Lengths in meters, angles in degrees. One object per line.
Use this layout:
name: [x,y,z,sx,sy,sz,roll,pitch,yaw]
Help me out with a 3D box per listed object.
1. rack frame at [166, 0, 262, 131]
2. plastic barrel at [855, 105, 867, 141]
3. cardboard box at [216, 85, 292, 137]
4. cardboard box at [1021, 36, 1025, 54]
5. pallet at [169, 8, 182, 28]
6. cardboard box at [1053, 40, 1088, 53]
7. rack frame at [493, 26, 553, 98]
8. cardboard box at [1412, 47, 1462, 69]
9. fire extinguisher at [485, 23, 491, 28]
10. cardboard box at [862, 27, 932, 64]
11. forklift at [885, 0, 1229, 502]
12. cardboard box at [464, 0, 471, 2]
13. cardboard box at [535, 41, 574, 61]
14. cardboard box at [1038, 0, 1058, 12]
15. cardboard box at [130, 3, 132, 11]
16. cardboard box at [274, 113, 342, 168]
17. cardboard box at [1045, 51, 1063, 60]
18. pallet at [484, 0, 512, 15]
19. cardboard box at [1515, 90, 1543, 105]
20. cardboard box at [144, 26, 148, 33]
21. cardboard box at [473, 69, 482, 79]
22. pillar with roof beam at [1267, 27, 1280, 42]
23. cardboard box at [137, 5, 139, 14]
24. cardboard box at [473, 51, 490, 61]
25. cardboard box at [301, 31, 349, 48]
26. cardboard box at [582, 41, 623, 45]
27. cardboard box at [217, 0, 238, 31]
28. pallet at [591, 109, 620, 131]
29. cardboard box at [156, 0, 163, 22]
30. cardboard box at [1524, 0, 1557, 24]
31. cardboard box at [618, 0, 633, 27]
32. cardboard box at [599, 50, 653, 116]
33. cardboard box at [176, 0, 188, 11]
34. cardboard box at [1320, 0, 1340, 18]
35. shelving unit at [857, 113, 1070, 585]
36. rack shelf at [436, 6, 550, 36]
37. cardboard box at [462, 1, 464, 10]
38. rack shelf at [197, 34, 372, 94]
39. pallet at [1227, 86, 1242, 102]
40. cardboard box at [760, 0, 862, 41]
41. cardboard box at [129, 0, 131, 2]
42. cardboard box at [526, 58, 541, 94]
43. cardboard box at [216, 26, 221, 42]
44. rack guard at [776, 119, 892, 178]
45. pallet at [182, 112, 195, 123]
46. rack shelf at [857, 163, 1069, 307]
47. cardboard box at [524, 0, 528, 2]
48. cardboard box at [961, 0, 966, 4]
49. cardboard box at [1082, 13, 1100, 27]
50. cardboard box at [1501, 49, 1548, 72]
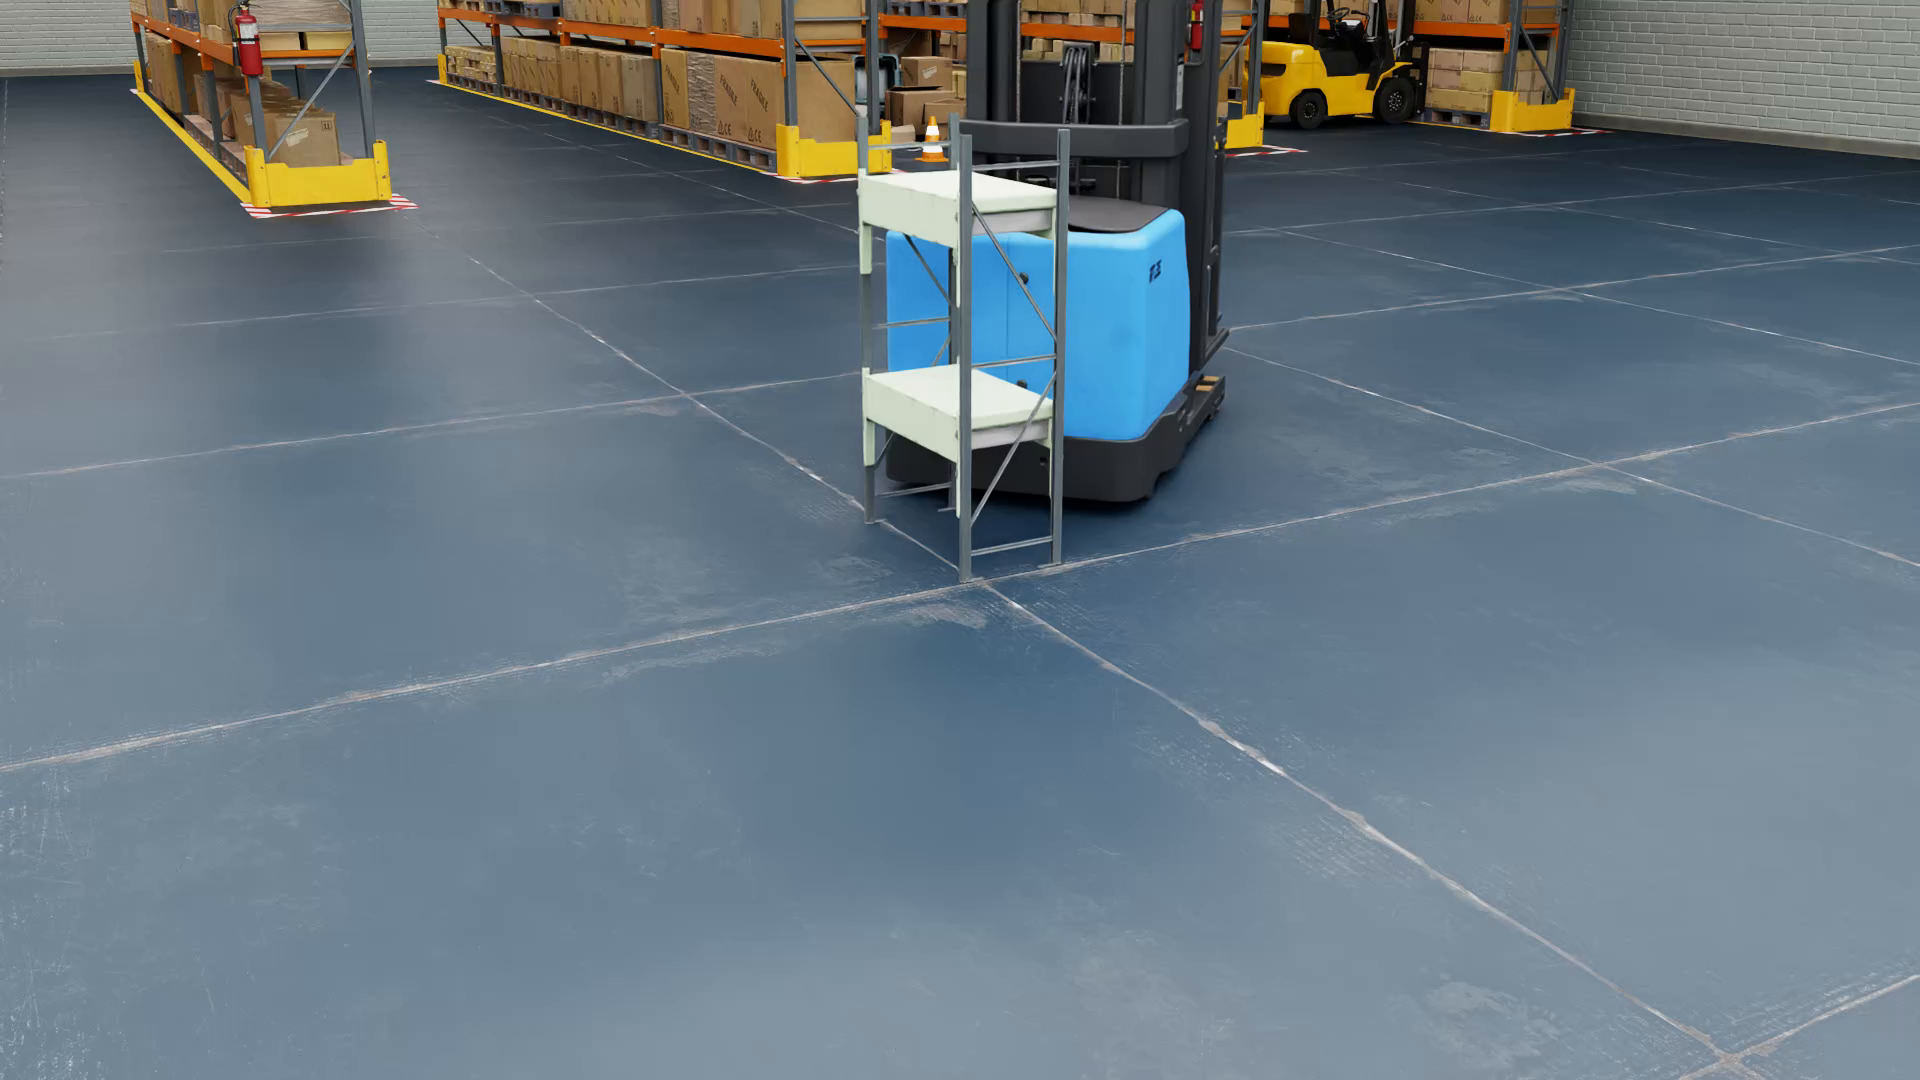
rack frame: [-9.502,-6.743,21.076,1.000,3.000,0.127,-10,21,-27]
plastic barrel: [-1.301,-5.029,20.055,0.512,0.421,0.421,4,19,11]
cardboard box: [-7.876,-4.801,18.604,0.700,0.500,0.500,-12,22,-31]
cardboard box: [0.858,-9.622,32.606,0.700,0.500,0.500,-11,22,-29]
pallet: [-9.070,-6.465,20.562,1.213,0.211,1.003,-10,21,-27]
cardboard box: [1.413,-6.286,21.178,0.380,0.149,0.250,-9,21,-25]
rack frame: [-6.989,-8.631,26.546,1.000,3.000,0.127,-10,21,-27]
cardboard box: [6.395,-6.496,22.397,0.500,0.250,0.500,-10,21,-26]
fire extinguisher: [-8.602,-9.710,30.363,0.296,0.674,0.183,-10,21,-27]
cardboard box: [-1.036,-7.684,26.414,0.875,0.875,0.875,-10,22,-27]
forklift: [0.635,-1.975,7.360,1.130,2.935,3.031,6,20,17]
cardboard box: [-7.948,-9.206,27.603,0.500,0.500,0.500,-10,21,-27]
cardboard box: [-5.894,-7.153,24.301,0.500,0.250,0.500,-10,21,-26]
cardboard box: [1.341,-7.008,21.233,0.500,0.500,0.500,-10,21,-27]
cardboard box: [-13.423,-8.768,27.328,0.380,0.149,0.250,-10,21,-26]
cardboard box: [-5.985,-3.646,15.286,0.500,0.500,0.500,-6,20,-17]
cardboard box: [1.426,-6.020,21.402,0.500,0.500,0.500,-9,21,-24]
pallet: [-6.754,-8.298,25.876,1.003,0.211,1.213,-10,21,-27]
cardboard box: [7.323,-5.822,21.976,0.500,0.250,0.500,-10,21,-26]
cardboard box: [-12.927,-8.063,27.512,0.875,0.875,0.875,-10,21,-27]
cardboard box: [-7.966,-7.839,27.976,0.380,0.149,0.250,-10,21,-27]
pillar with roof beam: [1.209,-10.983,24.164,9.100,9.000,0.400,-10,21,-27]
cardboard box: [-12.565,-8.252,25.832,0.380,0.149,0.250,-10,21,-26]
cardboard box: [-7.932,-8.112,27.858,0.380,0.149,0.250,-11,22,-29]
cardboard box: [-5.731,-4.522,15.022,0.380,0.149,0.250,-10,21,-27]
cardboard box: [-5.204,-7.090,24.117,0.500,0.250,0.500,-11,22,-29]
cardboard box: [-6.284,-4.922,15.187,0.875,0.500,0.500,-10,21,-27]
pallet: [-4.206,-5.577,21.969,1.003,0.211,1.213,-10,21,-27]
cardboard box: [-10.436,-7.187,22.206,0.500,0.500,0.500,-11,22,-28]
cardboard box: [7.394,-6.984,21.620,0.500,0.500,0.500,-9,21,-25]
cardboard box: [-3.913,-6.635,20.608,0.500,0.500,0.500,-10,22,-27]
cardboard box: [-4.019,-5.911,21.469,1.050,0.750,0.750,-10,21,-27]
cardboard box: [-8.909,-6.354,19.534,0.500,0.250,0.500,-11,22,-28]
cardboard box: [5.466,-7.780,23.925,0.500,0.500,0.500,-11,22,-28]
shelving unit: [-0.003,-0.694,5.843,0.431,1.500,0.755,-10,22,-28]
rack shelf: [-7.938,-8.865,28.327,1.077,0.370,4.000,-10,21,-27]
cardboard box: [-8.237,-9.077,28.223,0.380,0.149,0.250,-9,21,-25]
rack shelf: [-6.653,-4.681,16.201,1.077,0.370,4.000,-10,21,-27]
pallet: [4.518,-7.138,26.494,1.003,0.211,1.213,-10,21,-27]
cardboard box: [-1.506,-5.357,16.826,0.875,0.550,0.550,-10,21,-27]
cardboard box: [-13.311,-8.930,27.186,0.500,0.250,0.500,-11,22,-28]
cardboard box: [-6.141,-6.947,24.853,0.500,0.500,0.500,-11,22,-29]
cardboard box: [-7.042,-4.940,16.233,0.380,0.149,0.250,-10,21,-27]
rack guard: [-1.279,-3.998,16.950,1.175,0.500,0.348,-10,21,-27]
pallet: [-9.810,-5.663,22.220,1.003,0.211,1.213,-10,21,-27]
rack shelf: [-0.003,-1.063,5.715,0.431,0.370,0.720,-10,22,-28]
cardboard box: [-6.082,-7.850,24.025,0.380,0.149,0.250,-10,22,-27]
cardboard box: [0.243,-7.534,23.109,0.380,0.149,0.250,-10,21,-26]
cardboard box: [1.729,-6.435,20.566,0.380,0.149,0.250,-10,21,-27]
cardboard box: [7.323,-6.291,21.802,0.500,0.250,0.500,-10,22,-27]
